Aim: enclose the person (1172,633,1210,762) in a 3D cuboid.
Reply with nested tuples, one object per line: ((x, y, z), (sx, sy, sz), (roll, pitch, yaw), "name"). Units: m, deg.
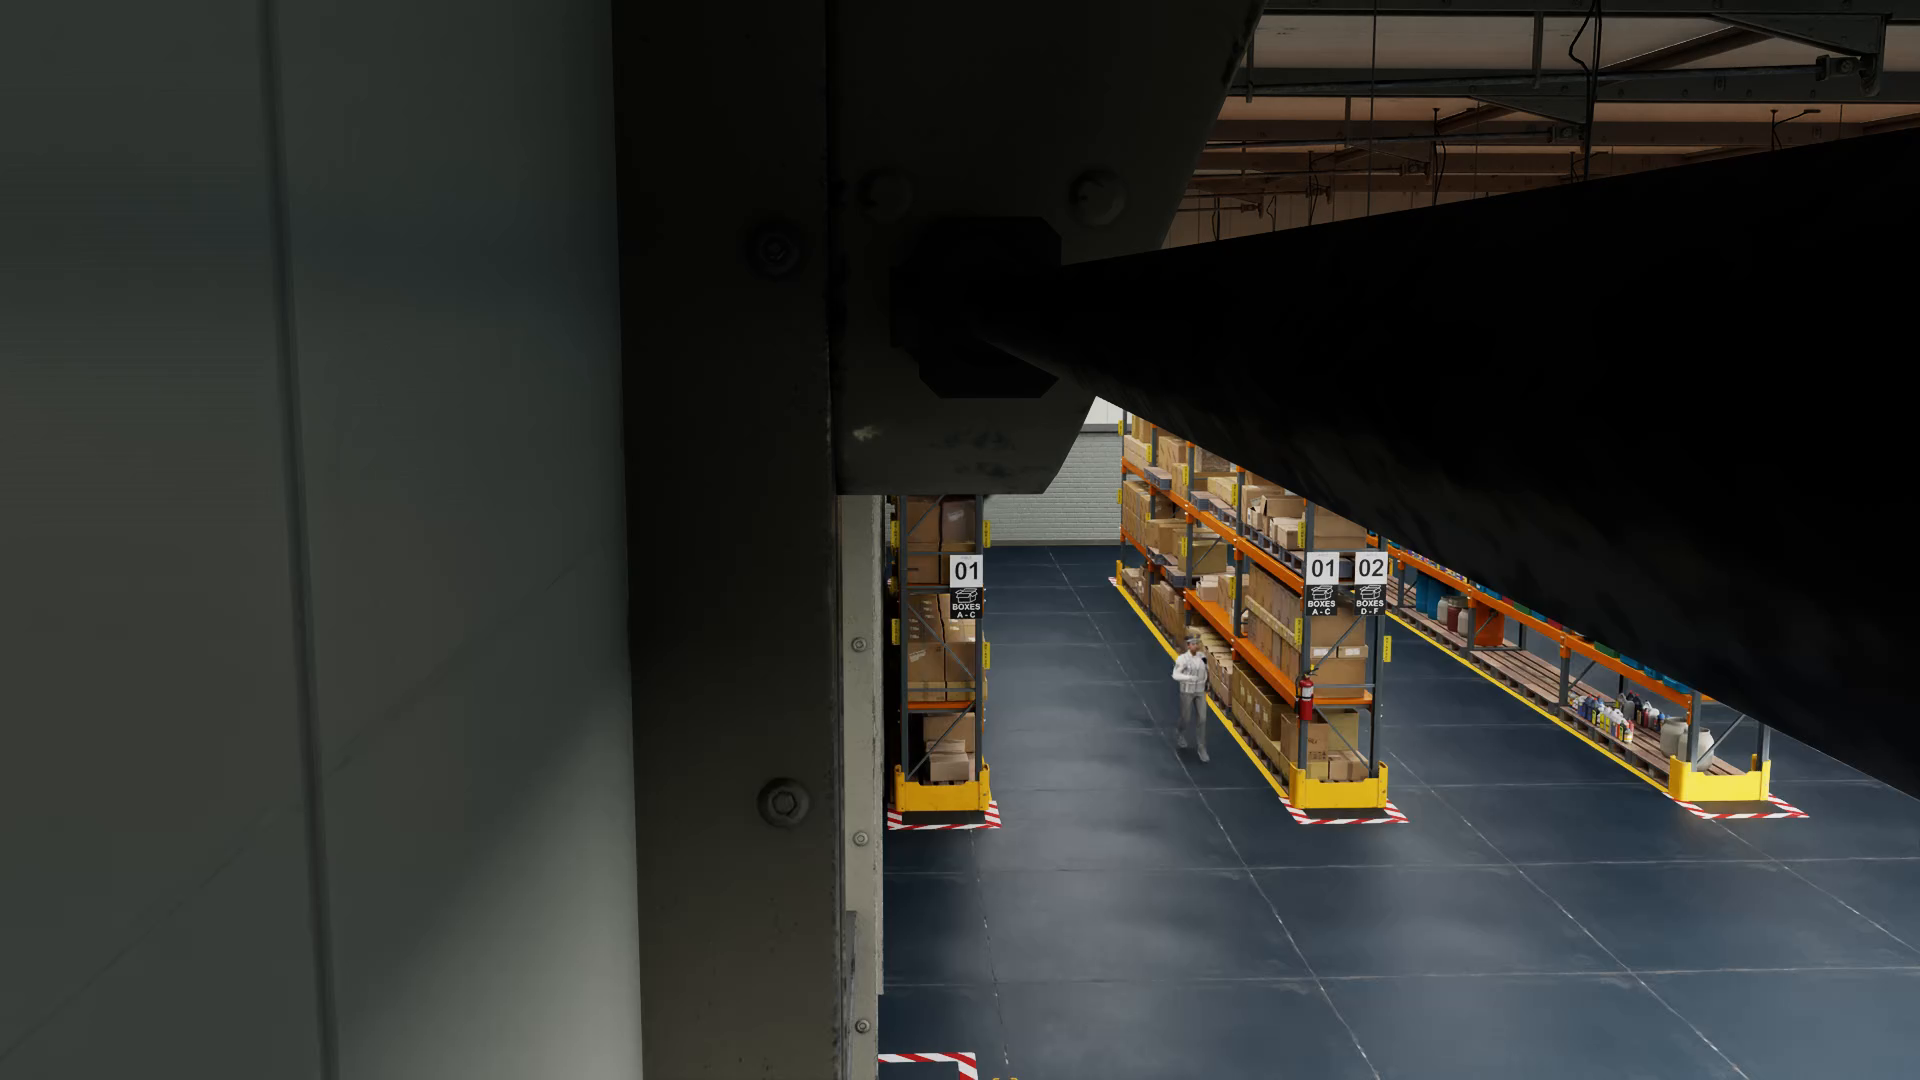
((3.199, 2.114, 22.876), (0.606, 1.717, 0.874), (-2, 9, -12), "person")
